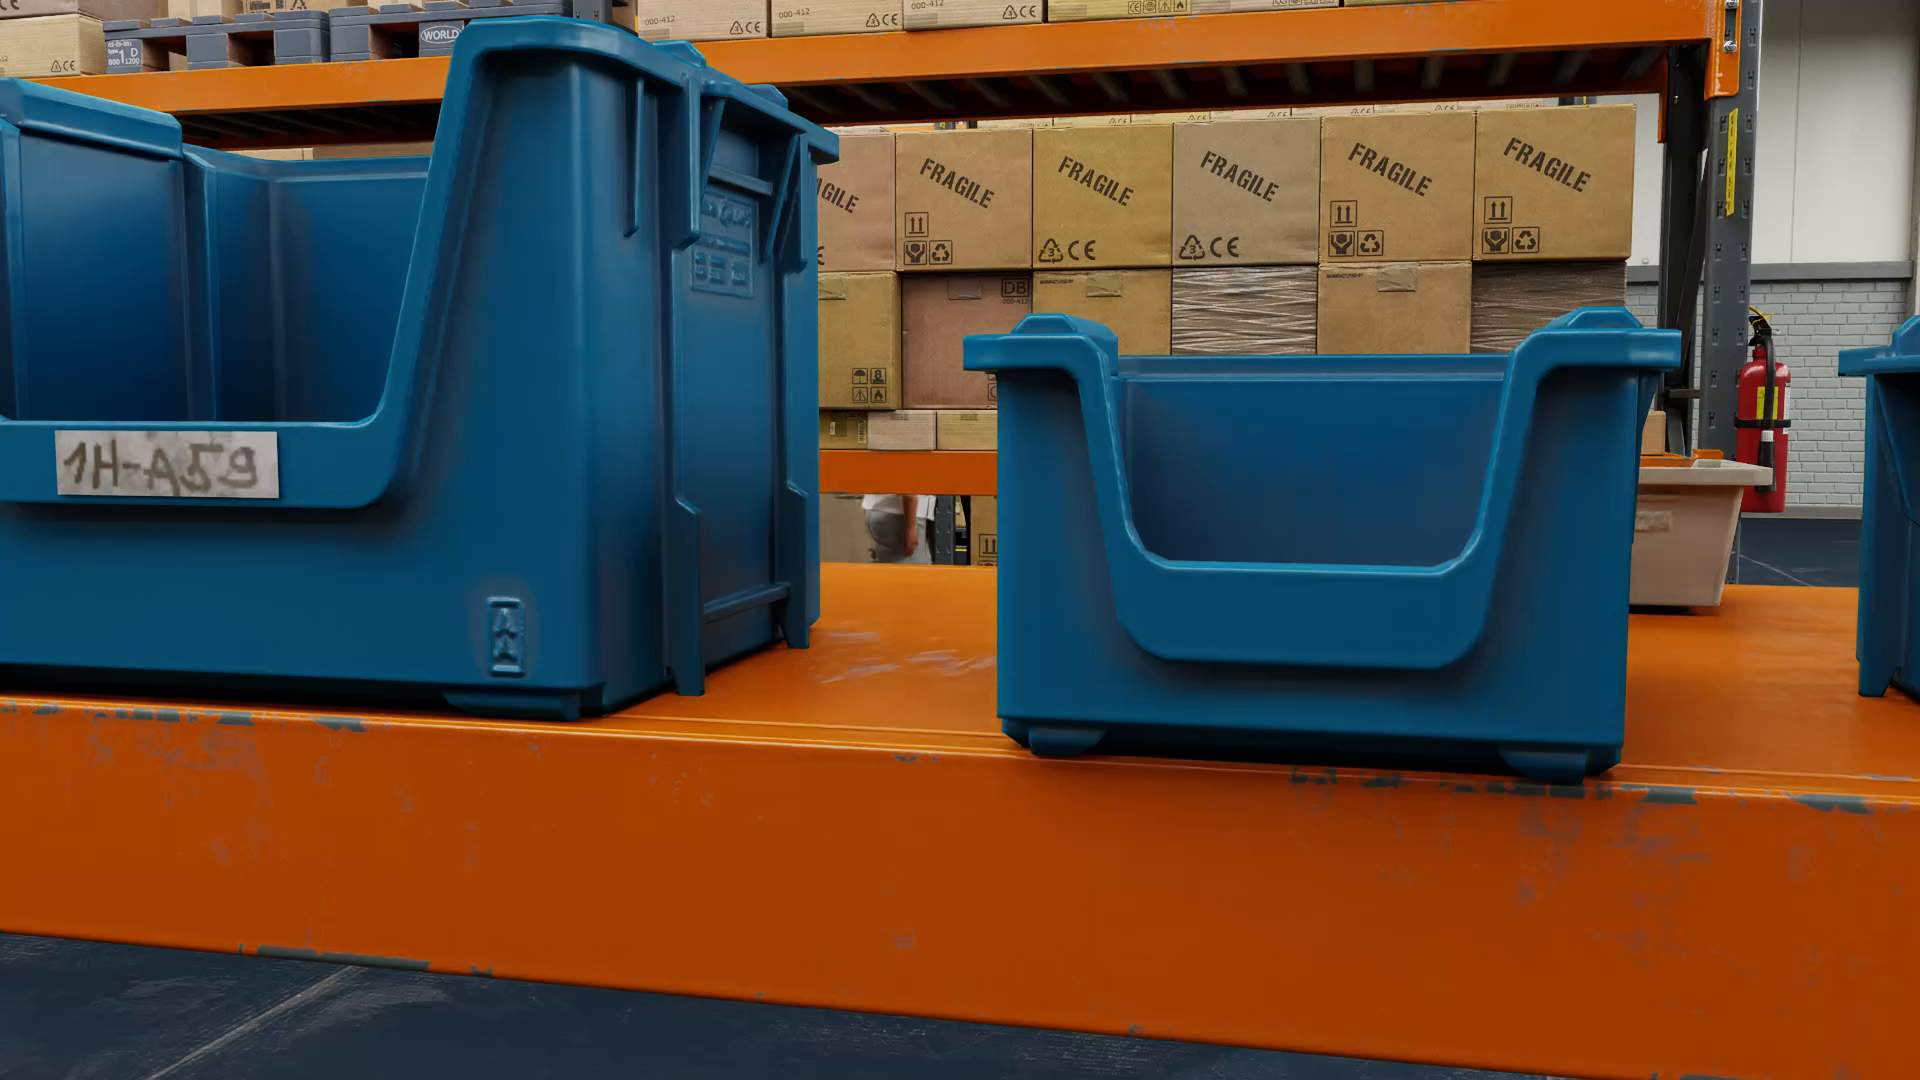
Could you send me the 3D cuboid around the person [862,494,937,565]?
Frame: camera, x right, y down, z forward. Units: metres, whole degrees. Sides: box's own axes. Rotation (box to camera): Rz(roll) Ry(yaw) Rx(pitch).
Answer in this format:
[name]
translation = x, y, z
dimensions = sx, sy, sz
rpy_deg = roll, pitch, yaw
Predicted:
[person]
translation = -0.316, -0.095, 8.776
dimensions = 0.522, 1.653, 0.546
rpy_deg = -1, 5, -14
